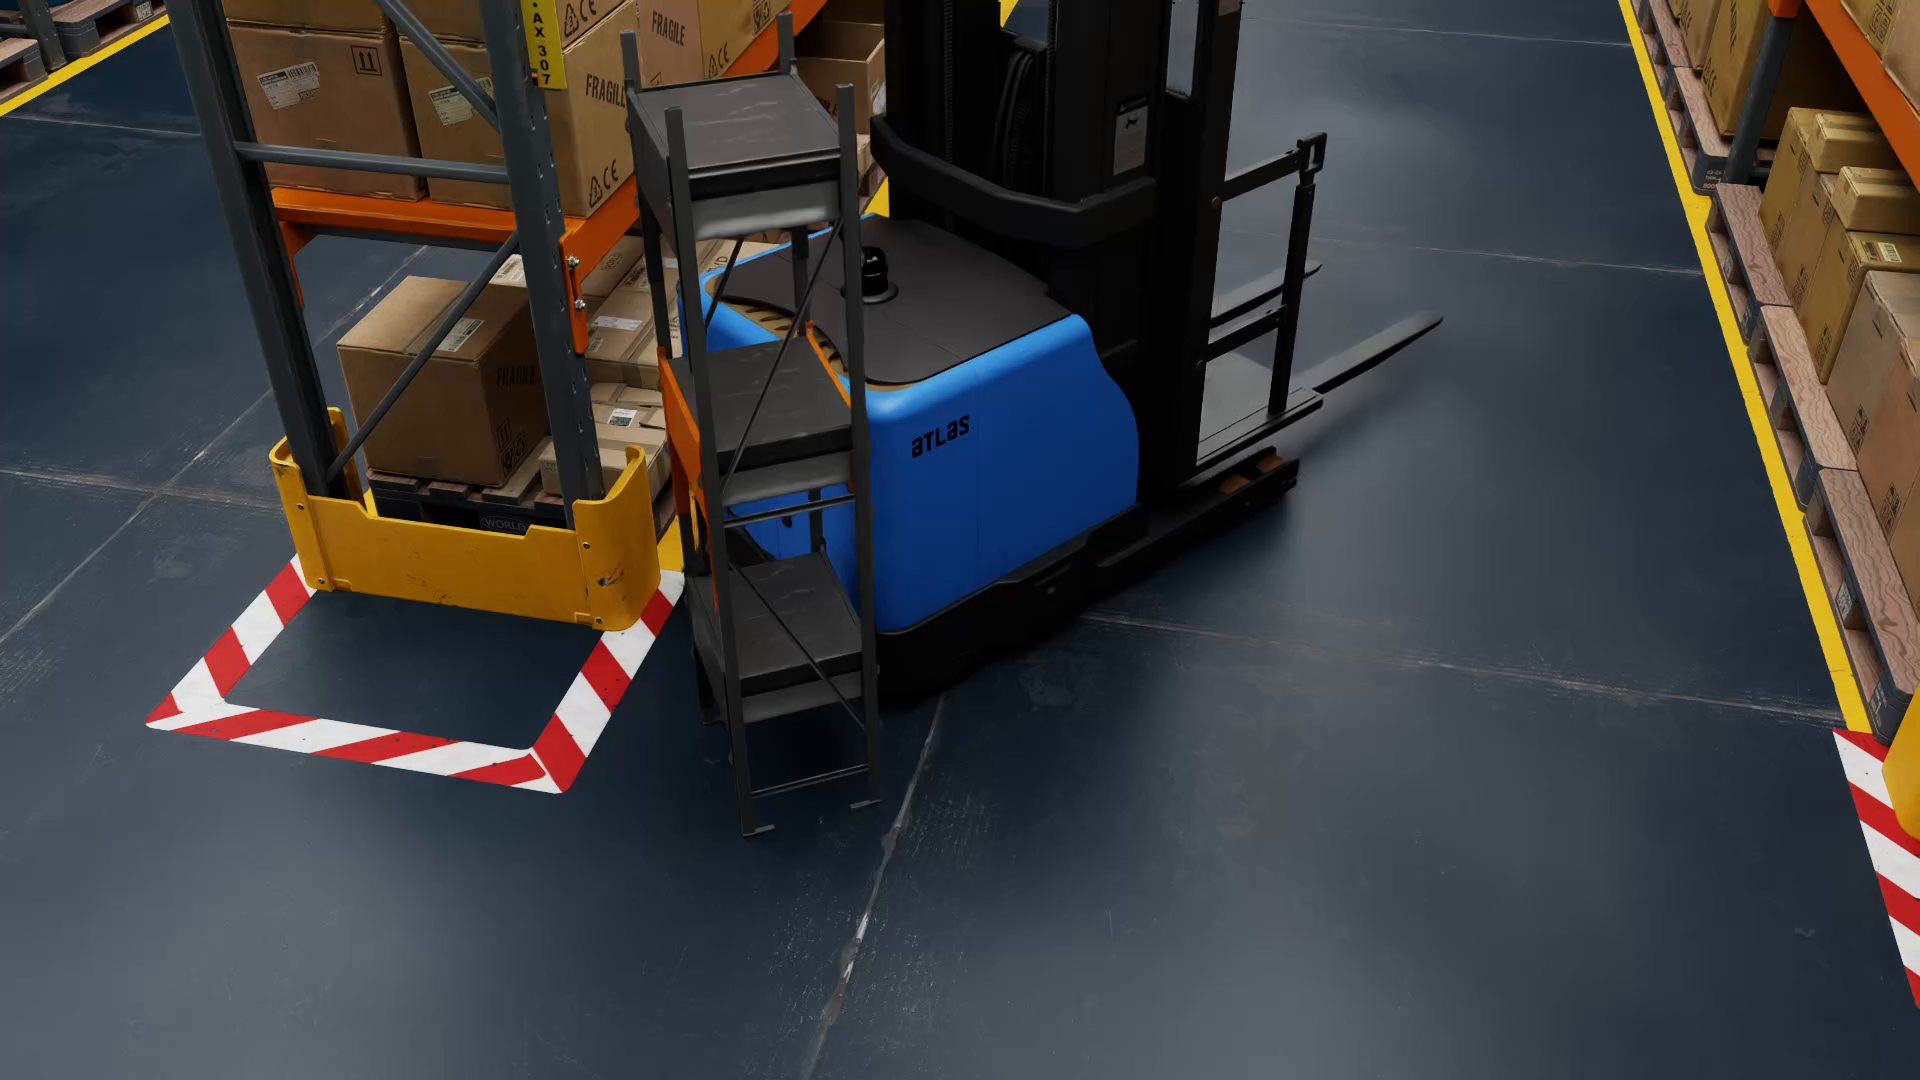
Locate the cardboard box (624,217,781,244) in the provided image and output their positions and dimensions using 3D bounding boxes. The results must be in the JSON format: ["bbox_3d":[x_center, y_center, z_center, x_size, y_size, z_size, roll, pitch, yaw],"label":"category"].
[{"bbox_3d":[-1.154,-1.423,6.910,0.797,0.503,0.637,7,37,10],"label":"cardboard box"}]

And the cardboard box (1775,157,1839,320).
[{"bbox_3d":[3.712,-1.170,6.580,0.700,0.500,0.500,7,37,9],"label":"cardboard box"}]

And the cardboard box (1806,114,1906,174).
[{"bbox_3d":[3.571,-1.546,6.547,0.380,0.149,0.250,8,37,12],"label":"cardboard box"}]

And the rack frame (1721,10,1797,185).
[{"bbox_3d":[4.082,-2.715,6.940,1.000,3.000,0.127,7,37,10],"label":"rack frame"}]

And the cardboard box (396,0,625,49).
[{"bbox_3d":[-1.260,-1.707,4.612,0.500,0.500,0.500,8,37,11],"label":"cardboard box"}]

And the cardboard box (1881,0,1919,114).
[{"bbox_3d":[3.643,-1.691,5.272,0.980,0.700,0.700,6,36,8],"label":"cardboard box"}]

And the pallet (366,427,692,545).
[{"bbox_3d":[-1.427,-0.412,6.139,1.003,0.211,1.213,7,37,10],"label":"pallet"}]

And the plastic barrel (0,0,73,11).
[{"bbox_3d":[-5.463,-3.587,9.573,0.600,0.901,0.708,7,37,10],"label":"plastic barrel"}]

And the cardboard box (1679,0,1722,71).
[{"bbox_3d":[4.281,-2.914,8.688,0.750,0.750,0.750,8,37,11],"label":"cardboard box"}]

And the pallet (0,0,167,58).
[{"bbox_3d":[-5.391,-3.265,10.075,1.003,0.211,1.213,7,37,10],"label":"pallet"}]

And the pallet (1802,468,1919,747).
[{"bbox_3d":[3.322,0.239,5.240,1.003,0.211,1.213,7,37,10],"label":"pallet"}]

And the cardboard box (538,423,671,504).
[{"bbox_3d":[-1.187,-0.261,5.609,0.380,0.149,0.250,7,37,10],"label":"cardboard box"}]

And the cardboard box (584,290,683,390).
[{"bbox_3d":[-1.112,-0.668,6.084,0.500,0.250,0.500,7,37,10],"label":"cardboard box"}]

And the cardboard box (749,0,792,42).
[{"bbox_3d":[-0.936,-2.173,6.107,0.500,0.500,0.500,8,37,11],"label":"cardboard box"}]

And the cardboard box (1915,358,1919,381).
[{"bbox_3d":[3.183,-0.499,5.102,0.380,0.149,0.250,8,37,11],"label":"cardboard box"}]

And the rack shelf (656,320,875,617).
[{"bbox_3d":[-0.497,-0.190,4.247,0.431,0.518,0.480,-12,38,-16],"label":"rack shelf"}]

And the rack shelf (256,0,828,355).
[{"bbox_3d":[-1.185,-1.896,6.423,1.077,0.370,4.000,7,37,10],"label":"rack shelf"}]

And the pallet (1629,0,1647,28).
[{"bbox_3d":[4.695,-3.437,10.312,1.003,0.211,1.213,7,37,10],"label":"pallet"}]

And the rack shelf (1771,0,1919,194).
[{"bbox_3d":[3.655,-1.277,5.569,1.077,0.370,4.000,7,37,10],"label":"rack shelf"}]

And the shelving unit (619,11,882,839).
[{"bbox_3d":[-0.497,-0.201,4.239,0.431,2.100,0.503,-12,38,-16],"label":"shelving unit"}]

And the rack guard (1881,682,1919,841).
[{"bbox_3d":[3.223,0.604,4.491,1.175,0.500,0.348,7,37,10],"label":"rack guard"}]

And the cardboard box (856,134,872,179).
[{"bbox_3d":[-0.624,-1.773,7.695,0.380,0.149,0.250,7,37,10],"label":"cardboard box"}]

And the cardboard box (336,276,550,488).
[{"bbox_3d":[-1.737,-0.549,5.707,0.500,0.500,0.500,7,37,10],"label":"cardboard box"}]

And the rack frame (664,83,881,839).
[{"bbox_3d":[-0.414,-0.067,4.053,0.400,2.100,0.015,-12,38,-16],"label":"rack frame"}]

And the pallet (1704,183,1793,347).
[{"bbox_3d":[3.843,-1.160,7.170,1.003,0.211,1.213,7,37,10],"label":"pallet"}]

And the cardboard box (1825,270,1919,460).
[{"bbox_3d":[3.493,-0.569,5.751,0.700,0.500,0.500,6,36,8],"label":"cardboard box"}]

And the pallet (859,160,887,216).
[{"bbox_3d":[-0.905,-1.811,8.069,1.003,0.211,1.213,7,37,10],"label":"pallet"}]

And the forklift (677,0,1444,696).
[{"bbox_3d":[0.569,-1.454,5.258,3.031,2.935,1.130,-28,44,-33],"label":"forklift"}]

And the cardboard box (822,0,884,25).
[{"bbox_3d":[-0.416,-2.747,8.739,0.500,0.500,0.500,6,36,8],"label":"cardboard box"}]

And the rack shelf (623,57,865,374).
[{"bbox_3d":[-0.497,-0.757,3.836,0.431,0.518,0.480,-12,38,-16],"label":"rack shelf"}]

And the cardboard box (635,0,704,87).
[{"bbox_3d":[-1.155,-1.599,5.315,0.500,0.500,0.500,7,37,10],"label":"cardboard box"}]

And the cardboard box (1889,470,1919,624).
[{"bbox_3d":[3.280,0.006,4.957,0.700,0.500,0.500,7,37,10],"label":"cardboard box"}]
